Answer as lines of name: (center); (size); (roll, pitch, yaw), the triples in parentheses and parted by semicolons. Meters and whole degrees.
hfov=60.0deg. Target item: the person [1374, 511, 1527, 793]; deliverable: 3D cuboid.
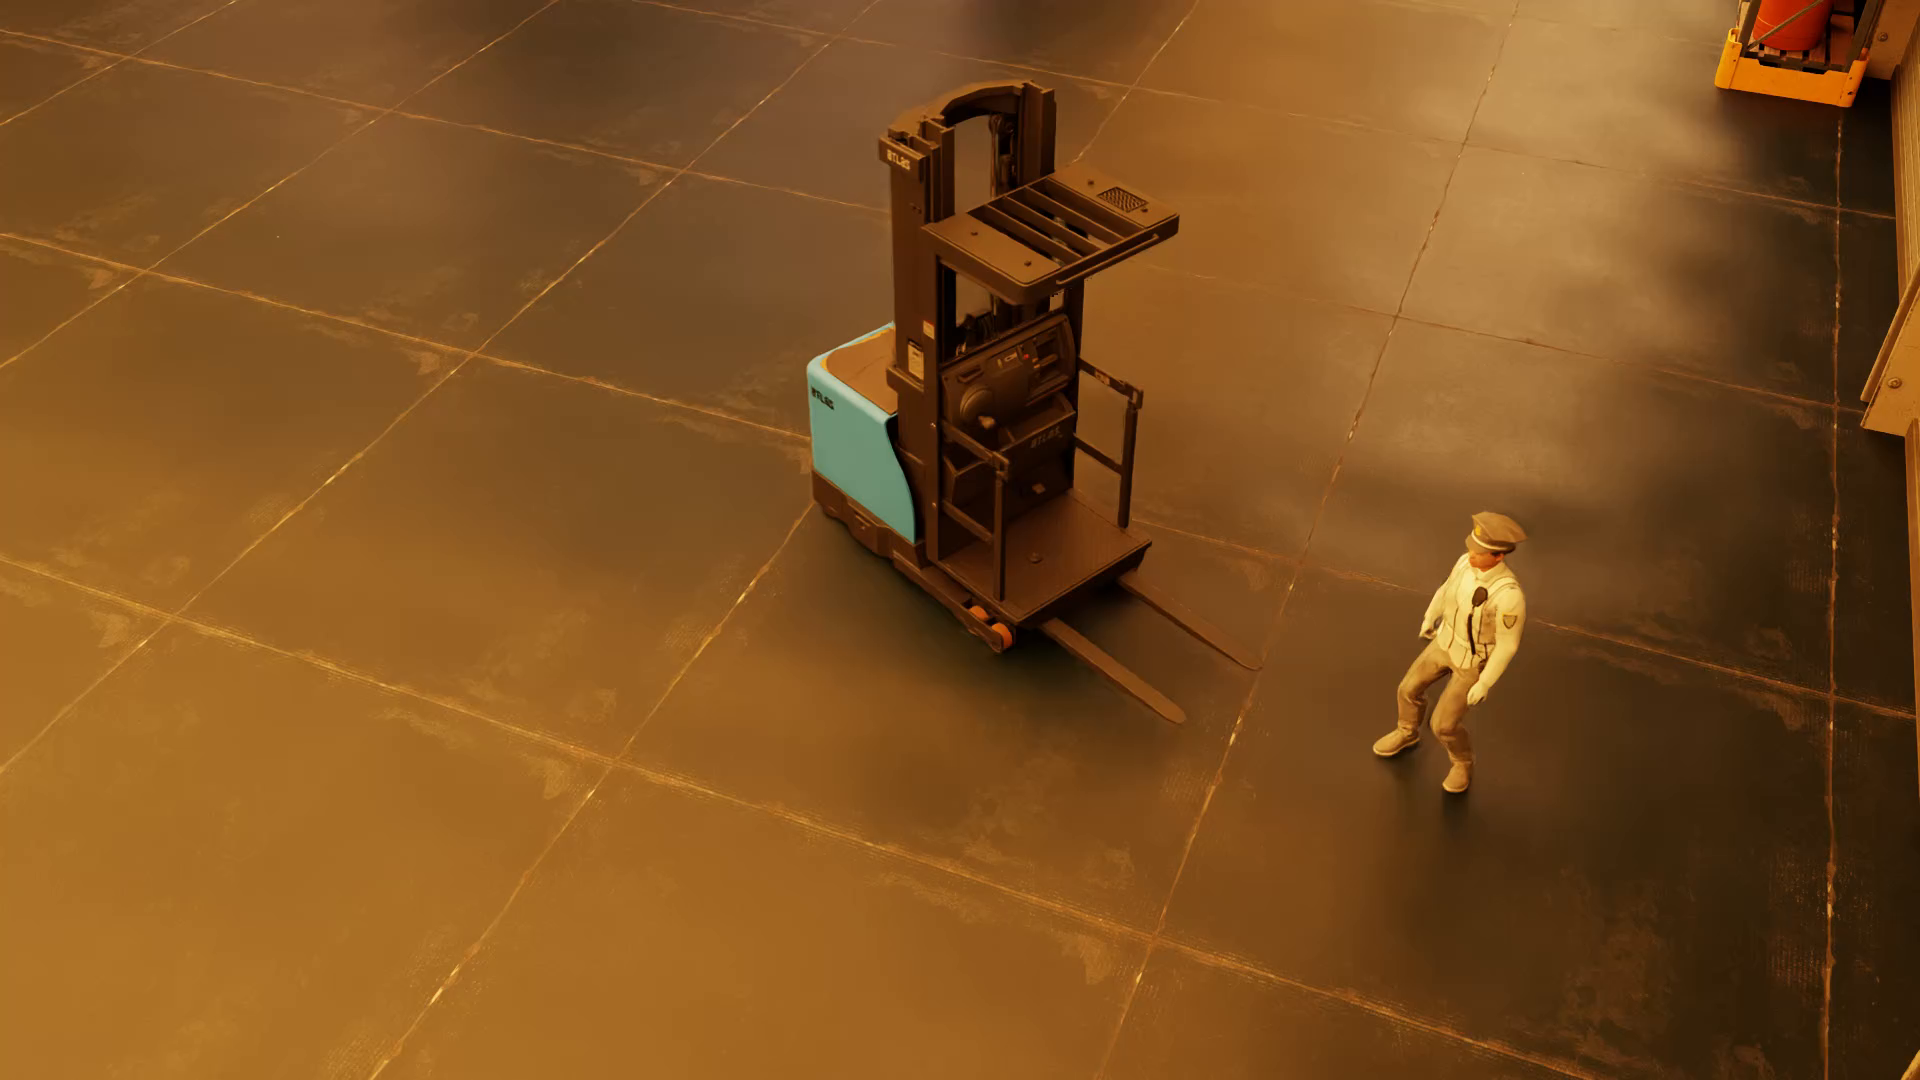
person: (2.482, 0.562, 8.360); (0.452, 1.641, 0.640); (-12, 42, -14)

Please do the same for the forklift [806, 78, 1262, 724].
forklift: (0.415, -0.853, 9.025); (1.130, 2.935, 3.031); (-29, 48, -30)
